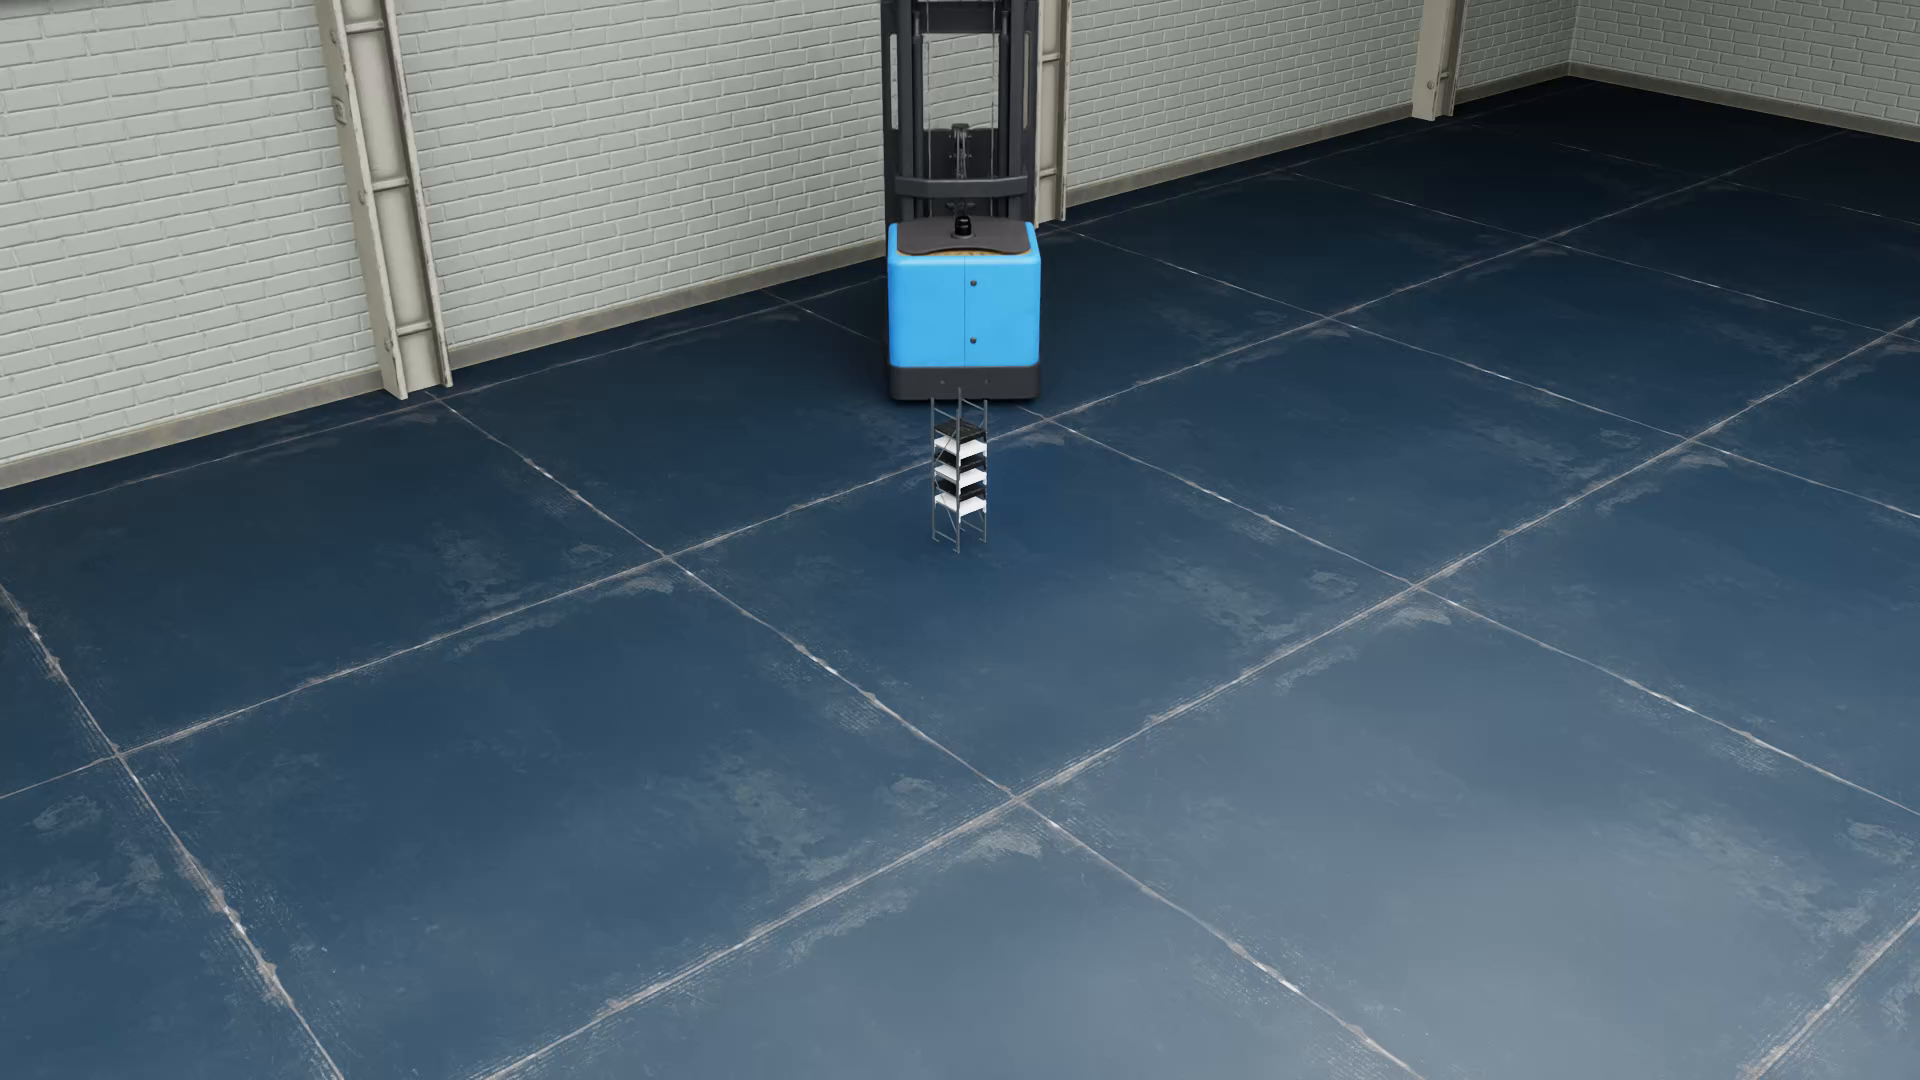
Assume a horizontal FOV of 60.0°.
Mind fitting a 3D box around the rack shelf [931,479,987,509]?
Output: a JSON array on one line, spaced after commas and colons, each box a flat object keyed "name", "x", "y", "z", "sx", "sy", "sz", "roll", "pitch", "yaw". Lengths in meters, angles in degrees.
[{"name": "rack shelf", "x": -0.006, "y": -0.286, "z": 9.591, "sx": 0.200, "sy": 0.077, "sz": 0.258, "roll": -22, "pitch": 35, "yaw": -35}]

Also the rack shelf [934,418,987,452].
[{"name": "rack shelf", "x": -0.006, "y": -0.603, "z": 9.422, "sx": 0.200, "sy": 0.077, "sz": 0.258, "roll": -22, "pitch": 35, "yaw": -35}]

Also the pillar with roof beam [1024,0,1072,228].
[{"name": "pillar with roof beam", "x": 3.515, "y": -5.352, "z": 10.217, "sx": 0.400, "sy": 9.000, "sz": 9.100, "roll": -22, "pitch": 35, "yaw": -35}]

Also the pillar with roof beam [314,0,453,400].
[{"name": "pillar with roof beam", "x": -1.049, "y": -3.516, "z": 6.782, "sx": 0.400, "sy": 9.000, "sz": 9.100, "roll": -22, "pitch": 35, "yaw": -35}]

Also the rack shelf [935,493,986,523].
[{"name": "rack shelf", "x": -0.006, "y": -0.206, "z": 9.634, "sx": 0.200, "sy": 0.077, "sz": 0.258, "roll": -22, "pitch": 35, "yaw": -35}]

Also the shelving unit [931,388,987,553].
[{"name": "shelving unit", "x": -0.006, "y": -0.394, "z": 9.533, "sx": 0.210, "sy": 0.900, "sz": 0.258, "roll": -22, "pitch": 35, "yaw": -35}]

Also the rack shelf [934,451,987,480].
[{"name": "rack shelf", "x": -0.006, "y": -0.444, "z": 9.507, "sx": 0.200, "sy": 0.077, "sz": 0.258, "roll": -22, "pitch": 35, "yaw": -35}]

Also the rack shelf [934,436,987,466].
[{"name": "rack shelf", "x": -0.006, "y": -0.524, "z": 9.464, "sx": 0.200, "sy": 0.077, "sz": 0.258, "roll": -22, "pitch": 35, "yaw": -35}]

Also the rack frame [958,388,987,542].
[{"name": "rack frame", "x": 0.071, "y": -0.426, "z": 9.591, "sx": 0.006, "sy": 0.900, "sz": 0.240, "roll": -22, "pitch": 35, "yaw": -35}]

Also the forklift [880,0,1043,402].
[{"name": "forklift", "x": -0.011, "y": -2.890, "z": 12.048, "sx": 1.130, "sy": 2.935, "sz": 3.031, "roll": -1, "pitch": 28, "yaw": -1}]

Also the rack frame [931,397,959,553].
[{"name": "rack frame", "x": -0.084, "y": -0.363, "z": 9.475, "sx": 0.006, "sy": 0.900, "sz": 0.240, "roll": -22, "pitch": 35, "yaw": -35}]

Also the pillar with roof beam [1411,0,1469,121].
[{"name": "pillar with roof beam", "x": 8.080, "y": -7.187, "z": 13.651, "sx": 0.400, "sy": 9.000, "sz": 9.100, "roll": -22, "pitch": 35, "yaw": -35}]

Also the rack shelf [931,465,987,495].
[{"name": "rack shelf", "x": -0.006, "y": -0.365, "z": 9.549, "sx": 0.200, "sy": 0.077, "sz": 0.258, "roll": -22, "pitch": 35, "yaw": -35}]
